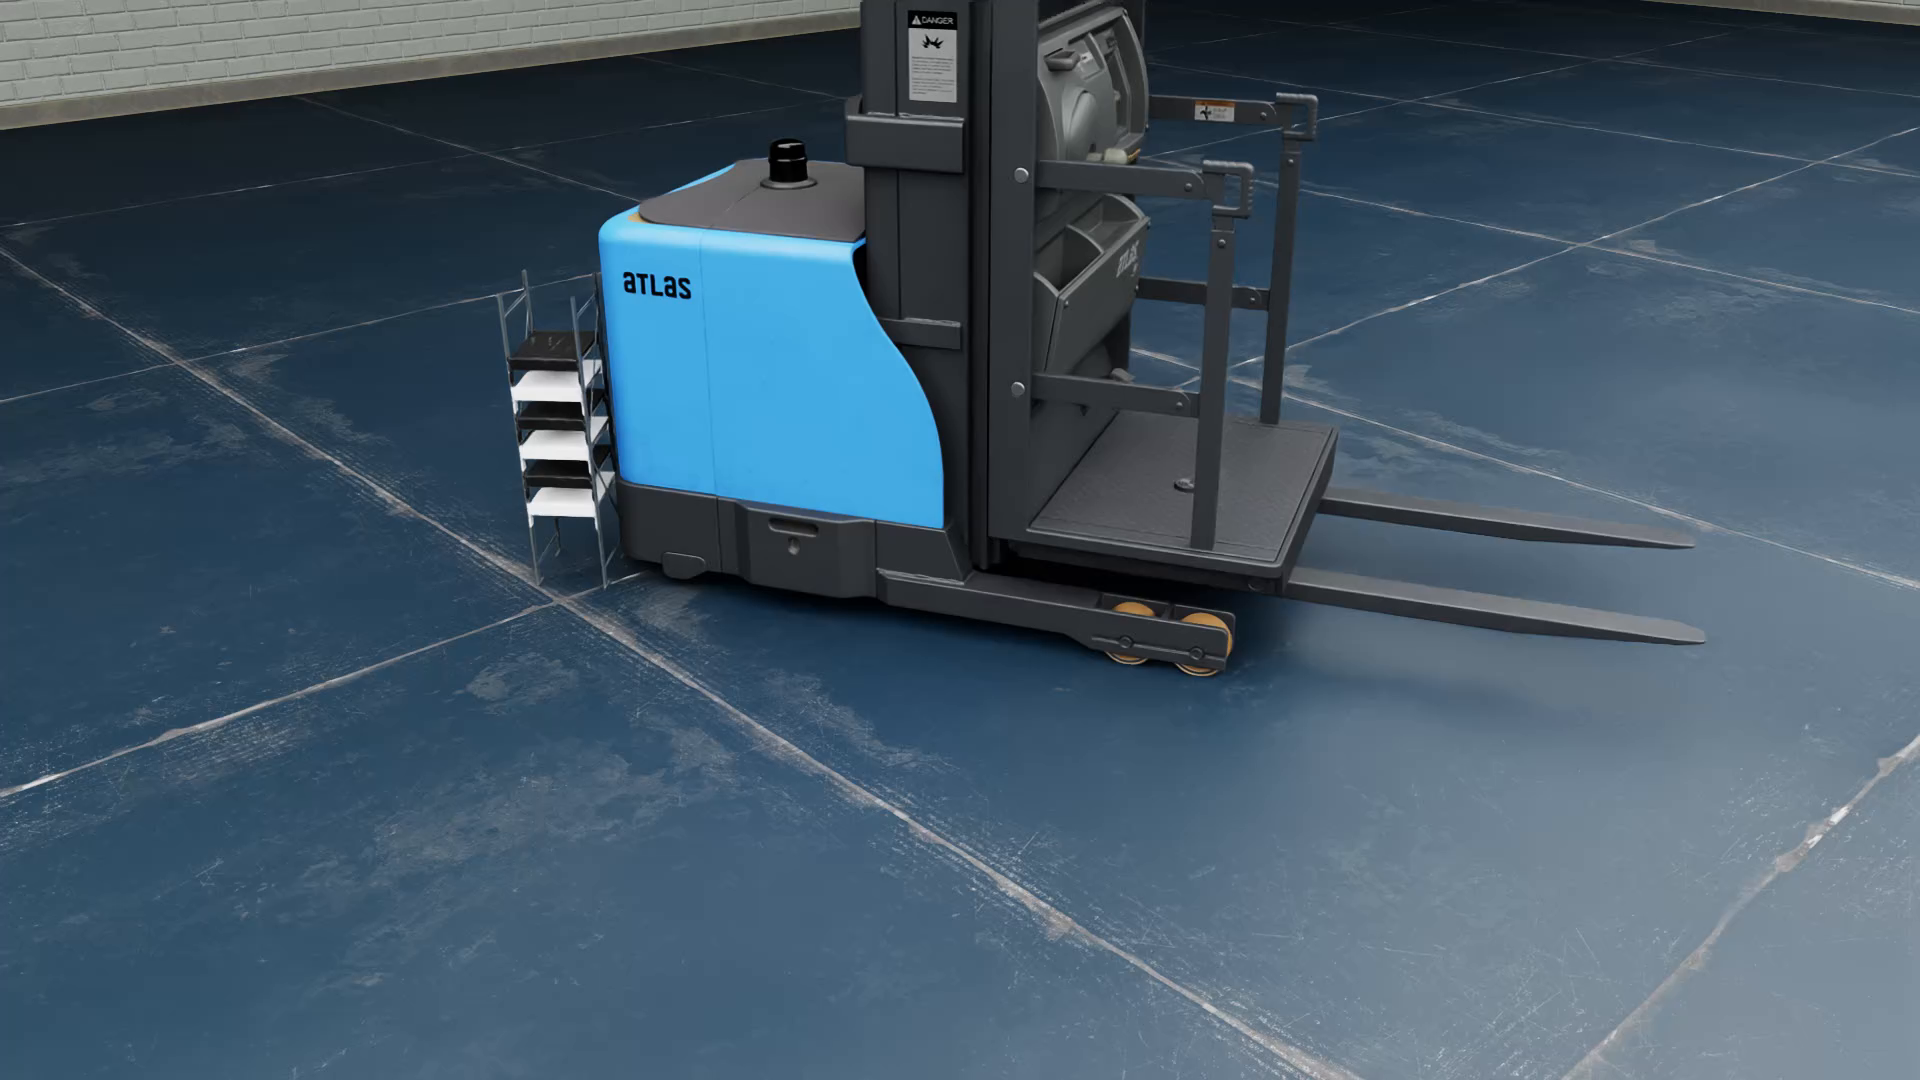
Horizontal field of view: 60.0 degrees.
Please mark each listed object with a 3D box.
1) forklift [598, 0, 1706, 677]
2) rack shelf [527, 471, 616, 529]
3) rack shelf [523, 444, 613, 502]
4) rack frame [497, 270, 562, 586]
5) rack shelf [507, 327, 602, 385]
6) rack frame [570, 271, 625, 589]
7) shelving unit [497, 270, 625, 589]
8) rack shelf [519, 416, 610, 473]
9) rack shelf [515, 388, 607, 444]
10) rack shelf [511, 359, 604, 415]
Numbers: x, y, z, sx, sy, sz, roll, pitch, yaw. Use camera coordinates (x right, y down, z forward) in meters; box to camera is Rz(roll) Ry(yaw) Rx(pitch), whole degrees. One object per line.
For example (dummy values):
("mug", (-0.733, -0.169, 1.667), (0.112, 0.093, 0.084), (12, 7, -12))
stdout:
("forklift", (0.549, -1.217, 4.386), (3.031, 2.935, 1.130), (8, 26, 18))
("rack shelf", (-1.146, -0.124, 4.937), (0.200, 0.077, 0.258), (2, 27, 4))
("rack shelf", (-1.147, -0.204, 4.896), (0.200, 0.077, 0.258), (2, 27, 4))
("rack frame", (-1.249, -0.317, 4.846), (0.006, 0.900, 0.240), (2, 27, 4))
("rack shelf", (-1.148, -0.525, 4.732), (0.200, 0.077, 0.258), (2, 27, 4))
("rack frame", (-1.046, -0.311, 4.833), (0.006, 0.900, 0.240), (2, 27, 4))
("shelving unit", (-1.147, -0.314, 4.840), (0.210, 0.900, 0.258), (2, 27, 4))
("rack shelf", (-1.147, -0.285, 4.855), (0.200, 0.077, 0.258), (2, 27, 4))
("rack shelf", (-1.147, -0.365, 4.814), (0.200, 0.077, 0.258), (2, 27, 4))
("rack shelf", (-1.148, -0.445, 4.773), (0.200, 0.077, 0.258), (2, 27, 4))
